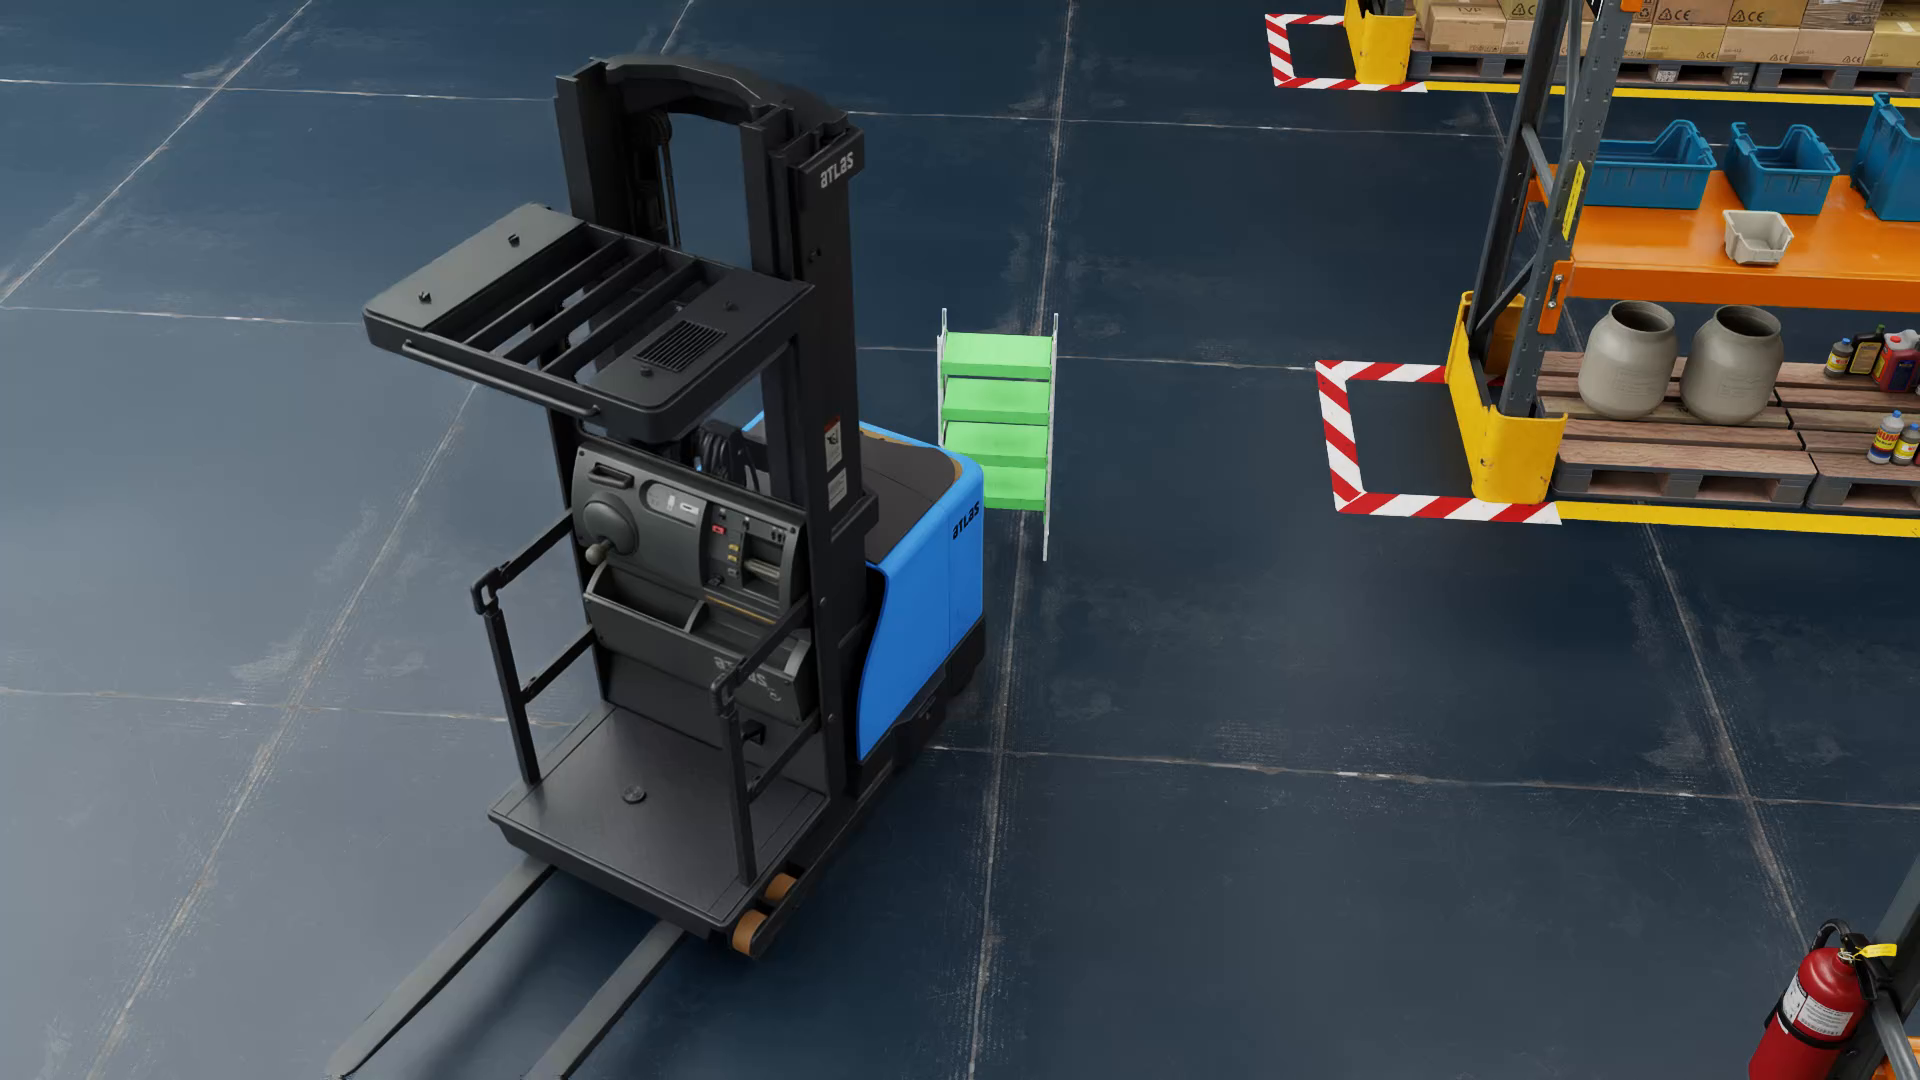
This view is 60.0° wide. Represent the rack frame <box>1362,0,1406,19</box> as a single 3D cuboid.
[{"bbox_3d":[3.100,-4.799,11.440,0.127,3.000,1.000,3,39,4],"label":"rack frame"}]

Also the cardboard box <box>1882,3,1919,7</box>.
[{"bbox_3d":[6.650,-3.894,12.173,0.500,0.250,0.500,3,39,4],"label":"cardboard box"}]

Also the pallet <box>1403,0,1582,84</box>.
[{"bbox_3d":[3.866,-3.702,12.302,1.213,0.211,1.003,3,39,4],"label":"pallet"}]

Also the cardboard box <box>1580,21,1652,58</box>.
[{"bbox_3d":[4.612,-3.674,11.904,0.500,0.250,0.500,3,39,4],"label":"cardboard box"}]

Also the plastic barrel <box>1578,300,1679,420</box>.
[{"bbox_3d":[3.332,-0.894,8.281,0.421,0.512,0.421,0,39,0],"label":"plastic barrel"}]

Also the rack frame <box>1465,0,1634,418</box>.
[{"bbox_3d":[2.669,-1.684,7.613,0.127,3.000,1.000,3,39,4],"label":"rack frame"}]

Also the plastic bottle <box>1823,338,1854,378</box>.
[{"bbox_3d":[4.537,-0.945,8.574,0.097,0.201,0.097,0,39,0],"label":"plastic bottle"}]

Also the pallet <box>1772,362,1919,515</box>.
[{"bbox_3d":[4.770,-0.512,8.383,1.213,0.211,1.003,3,39,4],"label":"pallet"}]

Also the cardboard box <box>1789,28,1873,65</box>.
[{"bbox_3d":[6.107,-3.599,11.811,0.500,0.250,0.500,3,39,4],"label":"cardboard box"}]

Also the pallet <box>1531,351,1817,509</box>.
[{"bbox_3d":[3.558,-0.580,8.466,1.213,0.211,1.003,3,39,4],"label":"pallet"}]

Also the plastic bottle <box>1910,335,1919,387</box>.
[{"bbox_3d":[4.924,-0.936,8.503,0.135,0.276,0.152,2,39,3],"label":"plastic bottle"}]

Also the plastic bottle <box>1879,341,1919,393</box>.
[{"bbox_3d":[4.777,-0.879,8.427,0.133,0.283,0.061,3,39,4],"label":"plastic bottle"}]

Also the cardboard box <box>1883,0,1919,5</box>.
[{"bbox_3d":[6.650,-4.191,11.944,0.500,0.500,0.500,3,39,4],"label":"cardboard box"}]

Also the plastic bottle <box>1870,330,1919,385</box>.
[{"bbox_3d":[4.786,-0.943,8.512,0.135,0.276,0.152,3,39,4],"label":"plastic bottle"}]

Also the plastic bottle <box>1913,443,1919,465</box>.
[{"bbox_3d":[4.673,-0.483,7.941,0.133,0.283,0.061,4,39,5],"label":"plastic bottle"}]

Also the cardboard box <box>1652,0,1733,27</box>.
[{"bbox_3d":[5.110,-3.934,11.629,0.500,0.500,0.500,3,39,4],"label":"cardboard box"}]

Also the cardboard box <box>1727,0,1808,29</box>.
[{"bbox_3d":[5.609,-3.916,11.607,0.500,0.500,0.500,3,39,4],"label":"cardboard box"}]

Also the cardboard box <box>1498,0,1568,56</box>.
[{"bbox_3d":[4.114,-3.702,11.937,0.500,0.250,0.500,3,39,4],"label":"cardboard box"}]

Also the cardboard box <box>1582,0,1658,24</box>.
[{"bbox_3d":[4.613,-3.972,11.676,0.500,0.500,0.500,3,39,4],"label":"cardboard box"}]

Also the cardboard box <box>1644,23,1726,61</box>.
[{"bbox_3d":[5.110,-3.644,11.866,0.500,0.250,0.500,3,39,4],"label":"cardboard box"}]

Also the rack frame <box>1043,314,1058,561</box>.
[{"bbox_3d":[0.408,-0.443,7.514,0.015,1.200,0.240,3,39,4],"label":"rack frame"}]

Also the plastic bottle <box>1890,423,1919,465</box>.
[{"bbox_3d":[4.552,-0.469,7.989,0.097,0.201,0.097,0,39,0],"label":"plastic bottle"}]

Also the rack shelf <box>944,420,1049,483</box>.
[{"bbox_3d":[0.165,-0.407,7.571,0.480,0.148,0.258,3,39,4],"label":"rack shelf"}]

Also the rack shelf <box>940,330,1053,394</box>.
[{"bbox_3d":[0.165,-0.779,7.268,0.480,0.148,0.258,3,39,4],"label":"rack shelf"}]

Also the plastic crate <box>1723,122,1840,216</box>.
[{"bbox_3d":[3.840,-1.748,7.810,0.408,0.251,0.499,3,39,4],"label":"plastic crate"}]

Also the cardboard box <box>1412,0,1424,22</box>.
[{"bbox_3d":[3.660,-4.052,12.368,0.500,0.250,0.500,3,39,4],"label":"cardboard box"}]

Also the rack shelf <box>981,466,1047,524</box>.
[{"bbox_3d":[0.165,-0.221,7.722,0.480,0.148,0.258,3,39,4],"label":"rack shelf"}]

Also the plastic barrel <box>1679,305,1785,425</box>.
[{"bbox_3d":[3.831,-0.867,8.248,0.421,0.512,0.421,0,39,0],"label":"plastic barrel"}]

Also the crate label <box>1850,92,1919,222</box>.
[{"bbox_3d":[4.526,-1.768,7.688,0.616,0.435,0.502,3,39,4],"label":"crate label"}]

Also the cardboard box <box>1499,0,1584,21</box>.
[{"bbox_3d":[4.114,-3.991,11.699,0.500,0.500,0.500,3,39,4],"label":"cardboard box"}]

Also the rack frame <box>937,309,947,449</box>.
[{"bbox_3d":[-0.078,-0.470,7.547,0.015,1.200,0.240,3,39,4],"label":"rack frame"}]

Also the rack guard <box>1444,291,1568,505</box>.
[{"bbox_3d":[2.749,-0.740,8.434,0.348,0.500,1.175,3,39,4],"label":"rack guard"}]

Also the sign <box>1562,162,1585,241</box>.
[{"bbox_3d":[2.617,-1.446,7.101,0.005,0.325,0.100,3,39,4],"label":"sign"}]

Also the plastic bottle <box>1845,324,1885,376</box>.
[{"bbox_3d":[4.655,-0.982,8.554,0.133,0.283,0.061,4,39,5],"label":"plastic bottle"}]

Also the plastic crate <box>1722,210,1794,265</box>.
[{"bbox_3d":[3.533,-1.331,7.388,0.250,0.136,0.298,3,39,4],"label":"plastic crate"}]

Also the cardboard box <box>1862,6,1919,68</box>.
[{"bbox_3d":[6.605,-3.566,11.770,0.500,0.250,0.500,3,39,4],"label":"cardboard box"}]

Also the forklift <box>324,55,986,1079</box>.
[{"bbox_3d":[-1.048,0.046,5.542,1.130,2.935,3.031,19,43,22],"label":"forklift"}]

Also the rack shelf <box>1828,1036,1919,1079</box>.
[{"bbox_3d":[4.234,1.819,3.880,4.000,0.370,1.077,3,39,4],"label":"rack shelf"}]

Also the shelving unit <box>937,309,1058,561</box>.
[{"bbox_3d":[0.165,-0.456,7.531,0.503,1.200,0.258,3,39,4],"label":"shelving unit"}]

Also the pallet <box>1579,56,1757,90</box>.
[{"bbox_3d":[5.078,-3.634,12.218,1.213,0.211,1.003,3,39,4],"label":"pallet"}]

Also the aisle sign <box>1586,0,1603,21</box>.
[{"bbox_3d":[2.572,-2.512,6.571,0.004,0.787,0.394,3,39,4],"label":"aisle sign"}]

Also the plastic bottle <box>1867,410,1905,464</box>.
[{"bbox_3d":[4.449,-0.502,7.974,0.097,0.271,0.097,0,39,0],"label":"plastic bottle"}]

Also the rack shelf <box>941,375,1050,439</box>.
[{"bbox_3d":[0.165,-0.593,7.419,0.480,0.148,0.258,3,39,4],"label":"rack shelf"}]

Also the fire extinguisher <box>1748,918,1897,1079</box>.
[{"bbox_3d":[2.168,1.165,4.174,0.183,0.674,0.296,3,39,4],"label":"fire extinguisher"}]

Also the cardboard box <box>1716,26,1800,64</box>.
[{"bbox_3d":[5.608,-3.617,11.833,0.500,0.250,0.500,3,39,4],"label":"cardboard box"}]

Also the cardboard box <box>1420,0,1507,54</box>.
[{"bbox_3d":[3.615,-3.726,11.968,0.500,0.250,0.500,3,39,4],"label":"cardboard box"}]

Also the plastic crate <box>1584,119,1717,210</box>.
[{"bbox_3d":[3.194,-1.787,7.858,0.616,0.251,0.499,3,39,4],"label":"plastic crate"}]

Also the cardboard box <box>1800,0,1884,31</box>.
[{"bbox_3d":[6.107,-3.891,11.576,0.500,0.500,0.500,3,39,4],"label":"cardboard box"}]

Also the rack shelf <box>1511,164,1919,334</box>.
[{"bbox_3d":[4.662,-1.296,7.707,4.000,0.370,1.077,3,39,4],"label":"rack shelf"}]

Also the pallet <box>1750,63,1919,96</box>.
[{"bbox_3d":[6.297,-3.570,12.139,1.213,0.211,1.003,3,39,4],"label":"pallet"}]

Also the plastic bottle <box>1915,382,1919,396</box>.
[{"bbox_3d":[4.932,-0.827,8.429,0.097,0.201,0.097,0,39,0],"label":"plastic bottle"}]

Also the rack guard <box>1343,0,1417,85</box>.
[{"bbox_3d":[3.076,-3.831,12.231,0.348,0.500,1.175,3,39,4],"label":"rack guard"}]

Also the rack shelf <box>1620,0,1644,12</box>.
[{"bbox_3d":[4.662,-2.459,6.760,4.000,0.370,1.077,3,39,4],"label":"rack shelf"}]
